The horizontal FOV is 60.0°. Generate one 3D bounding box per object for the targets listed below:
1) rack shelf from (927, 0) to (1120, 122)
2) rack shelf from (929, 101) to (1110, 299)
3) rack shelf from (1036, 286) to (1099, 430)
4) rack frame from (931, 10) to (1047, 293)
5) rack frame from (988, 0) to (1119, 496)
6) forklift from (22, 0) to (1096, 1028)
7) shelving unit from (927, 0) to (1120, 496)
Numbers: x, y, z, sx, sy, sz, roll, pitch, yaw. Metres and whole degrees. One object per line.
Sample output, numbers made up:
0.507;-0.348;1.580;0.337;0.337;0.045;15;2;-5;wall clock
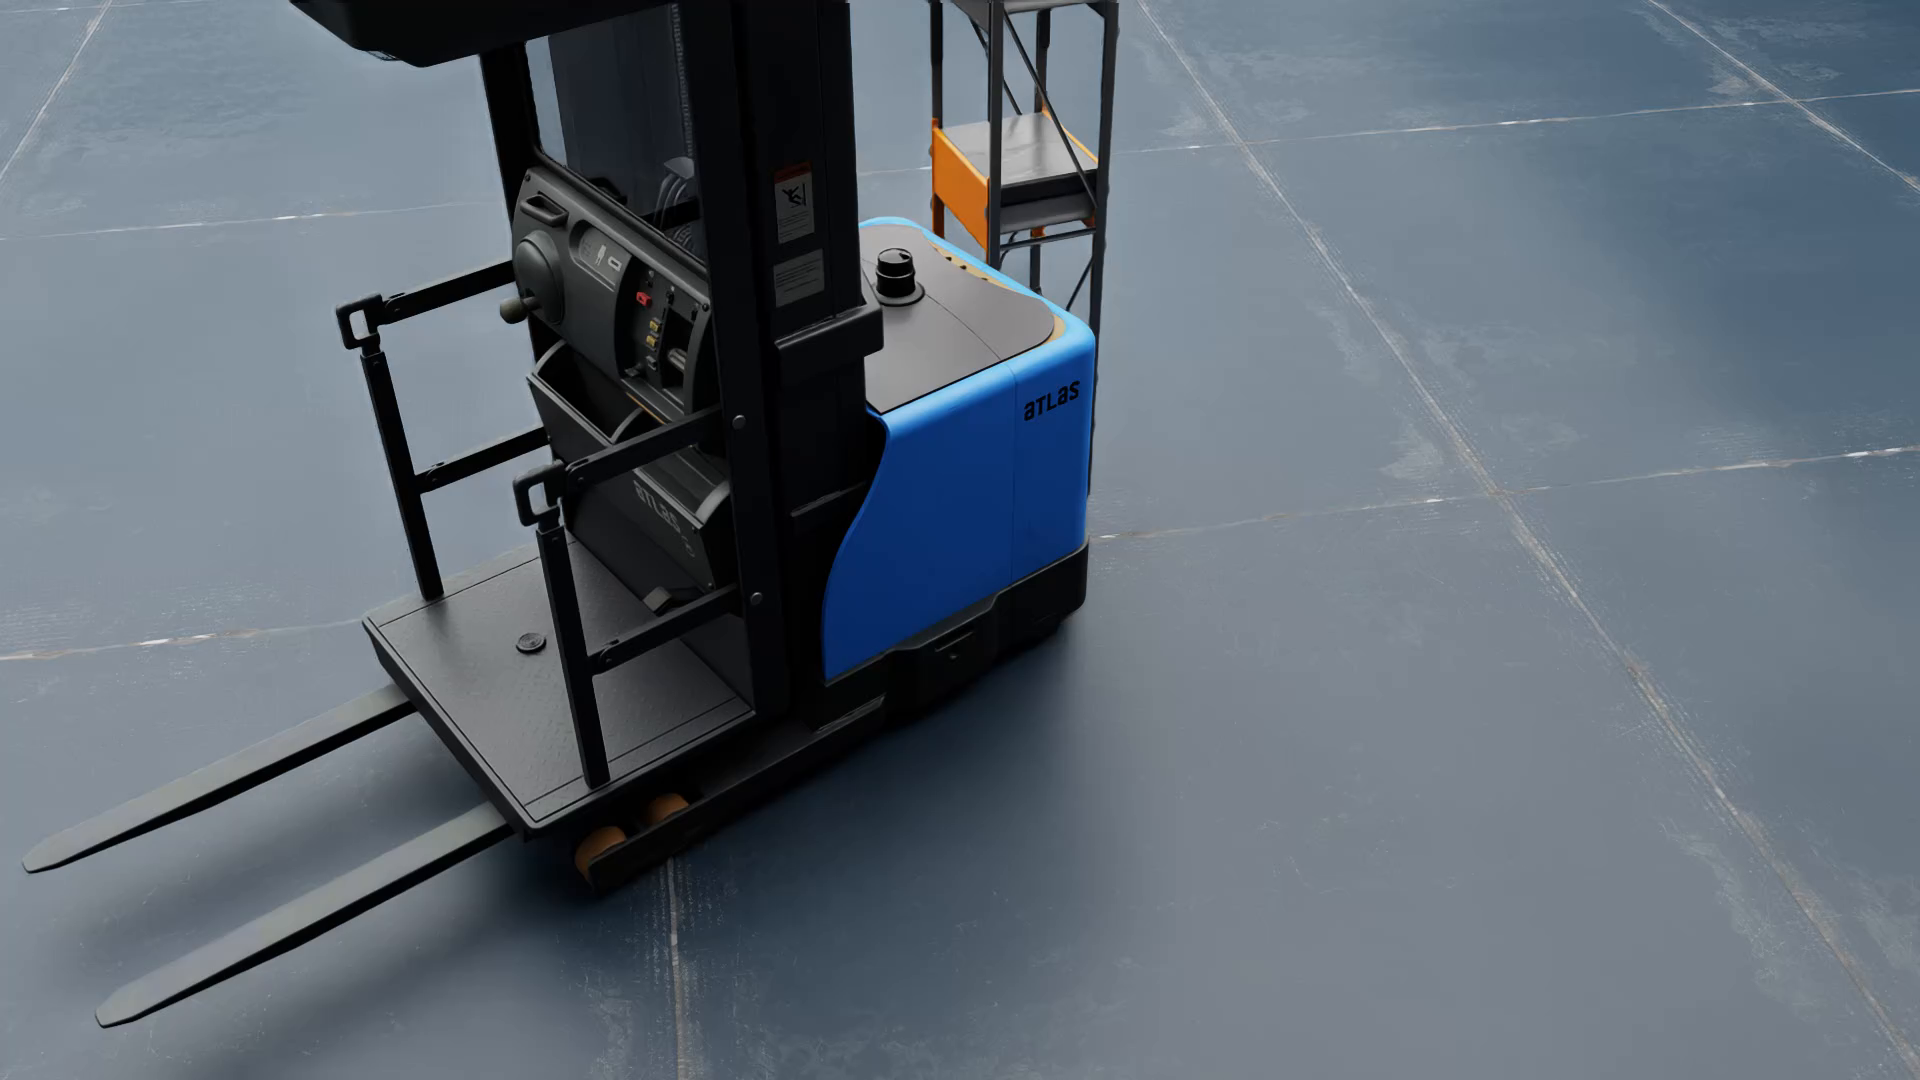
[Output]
0.186;-1.628;5.015;0.431;0.518;0.480;-14;40;-17;rack shelf
0.186;-1.075;5.445;0.431;0.518;0.480;-14;40;-17;rack shelf
0.186;-0.523;5.874;0.431;0.518;0.480;-14;40;-17;rack shelf
0.096;-1.225;5.616;0.400;2.100;0.015;-14;40;-17;rack frame
0.276;-0.947;5.258;0.400;2.100;0.015;-14;40;-17;rack frame
-1.054;-0.578;4.106;3.031;2.935;1.130;-27;45;-30;forklift
0.186;-1.086;5.437;0.431;2.100;0.503;-14;40;-17;shelving unit
